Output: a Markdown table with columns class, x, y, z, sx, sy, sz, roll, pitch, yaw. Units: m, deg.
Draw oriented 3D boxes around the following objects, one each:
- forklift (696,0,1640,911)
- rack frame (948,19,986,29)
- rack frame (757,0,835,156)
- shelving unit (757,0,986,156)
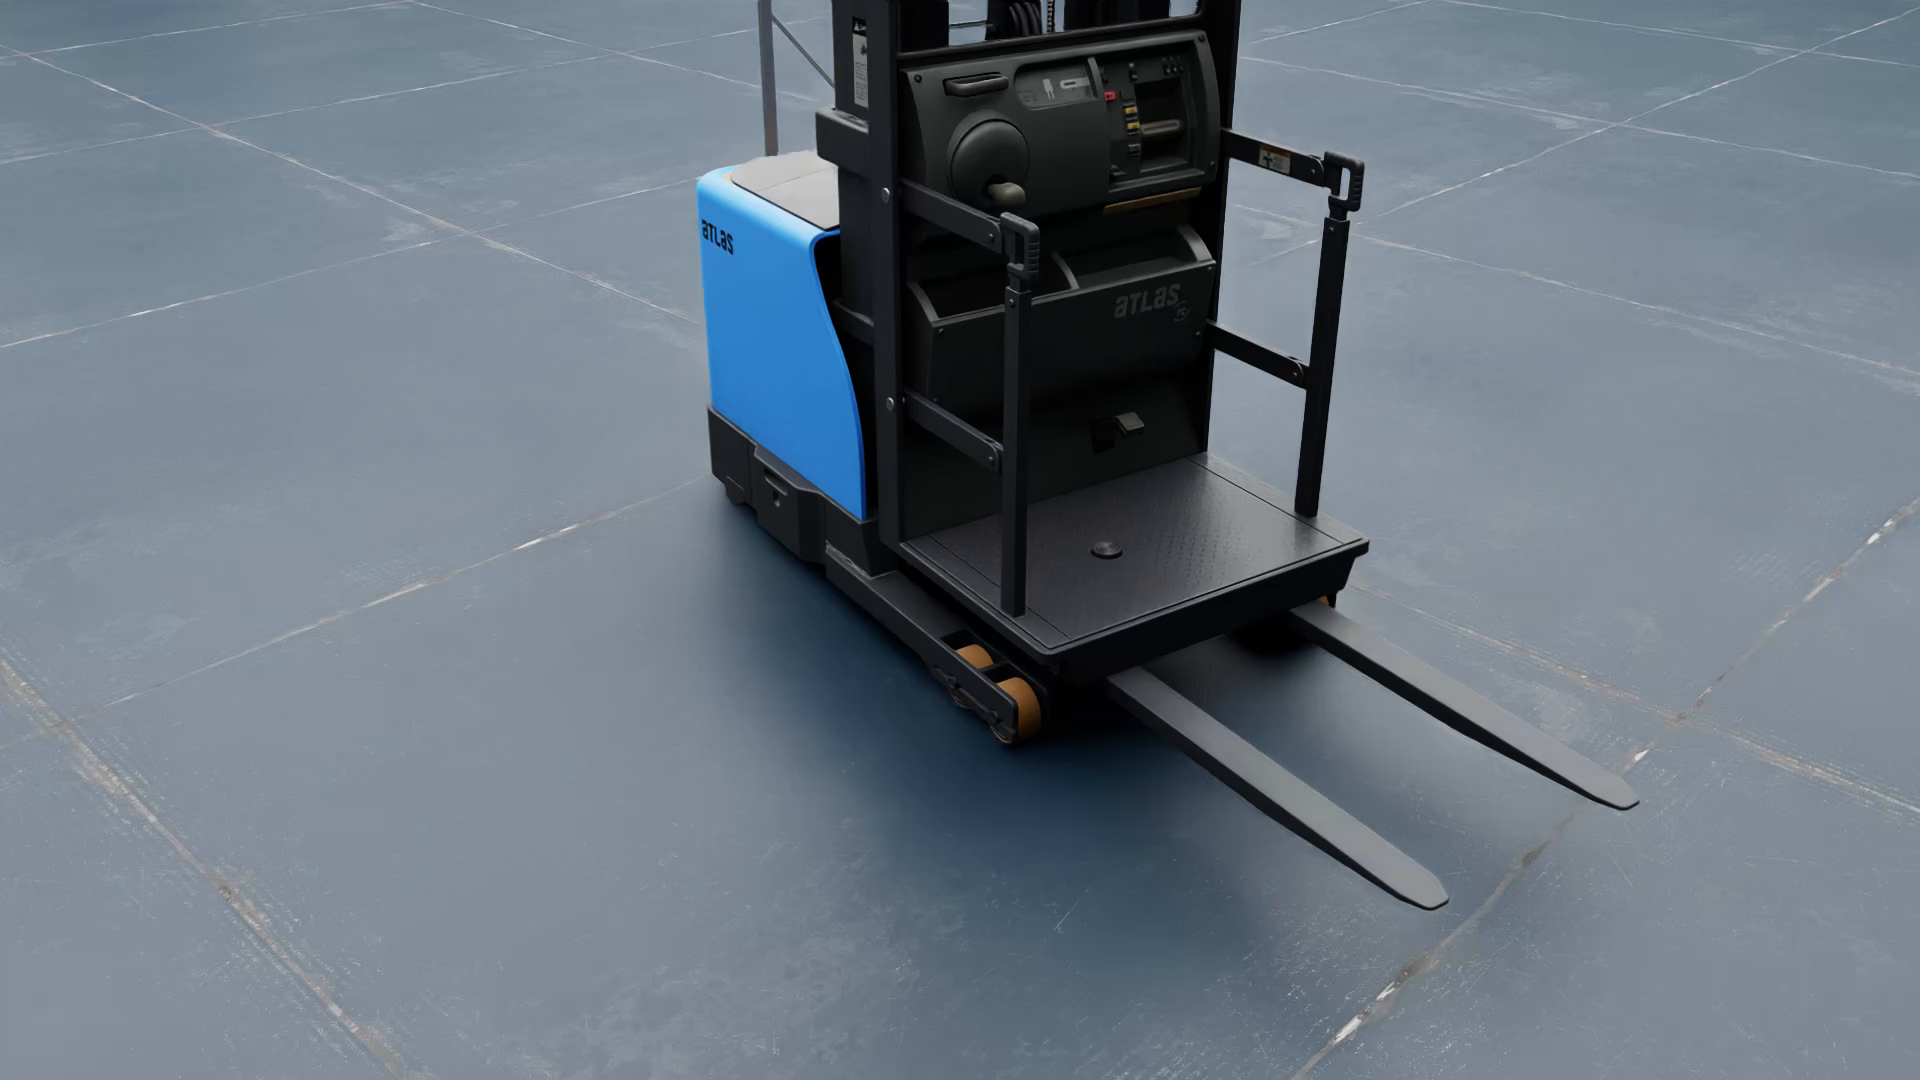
| class | x | y | z | sx | sy | sz | roll | pitch | yaw |
| --- | --- | --- | --- | --- | --- | --- | --- | --- | --- |
| forklift | 0.399 | -1.029 | 4.057 | 1.130 | 2.935 | 3.031 | -17 | 32 | -29 |
| rack frame | -0.015 | -1.124 | 5.775 | 0.500 | 1.500 | 0.032 | -15 | 31 | -27 |
| rack frame | -0.531 | -1.531 | 6.551 | 0.500 | 1.500 | 0.032 | -15 | 31 | -27 |
| shelving unit | -0.278 | -1.331 | 6.170 | 0.587 | 1.500 | 1.083 | -15 | 31 | -27 |
